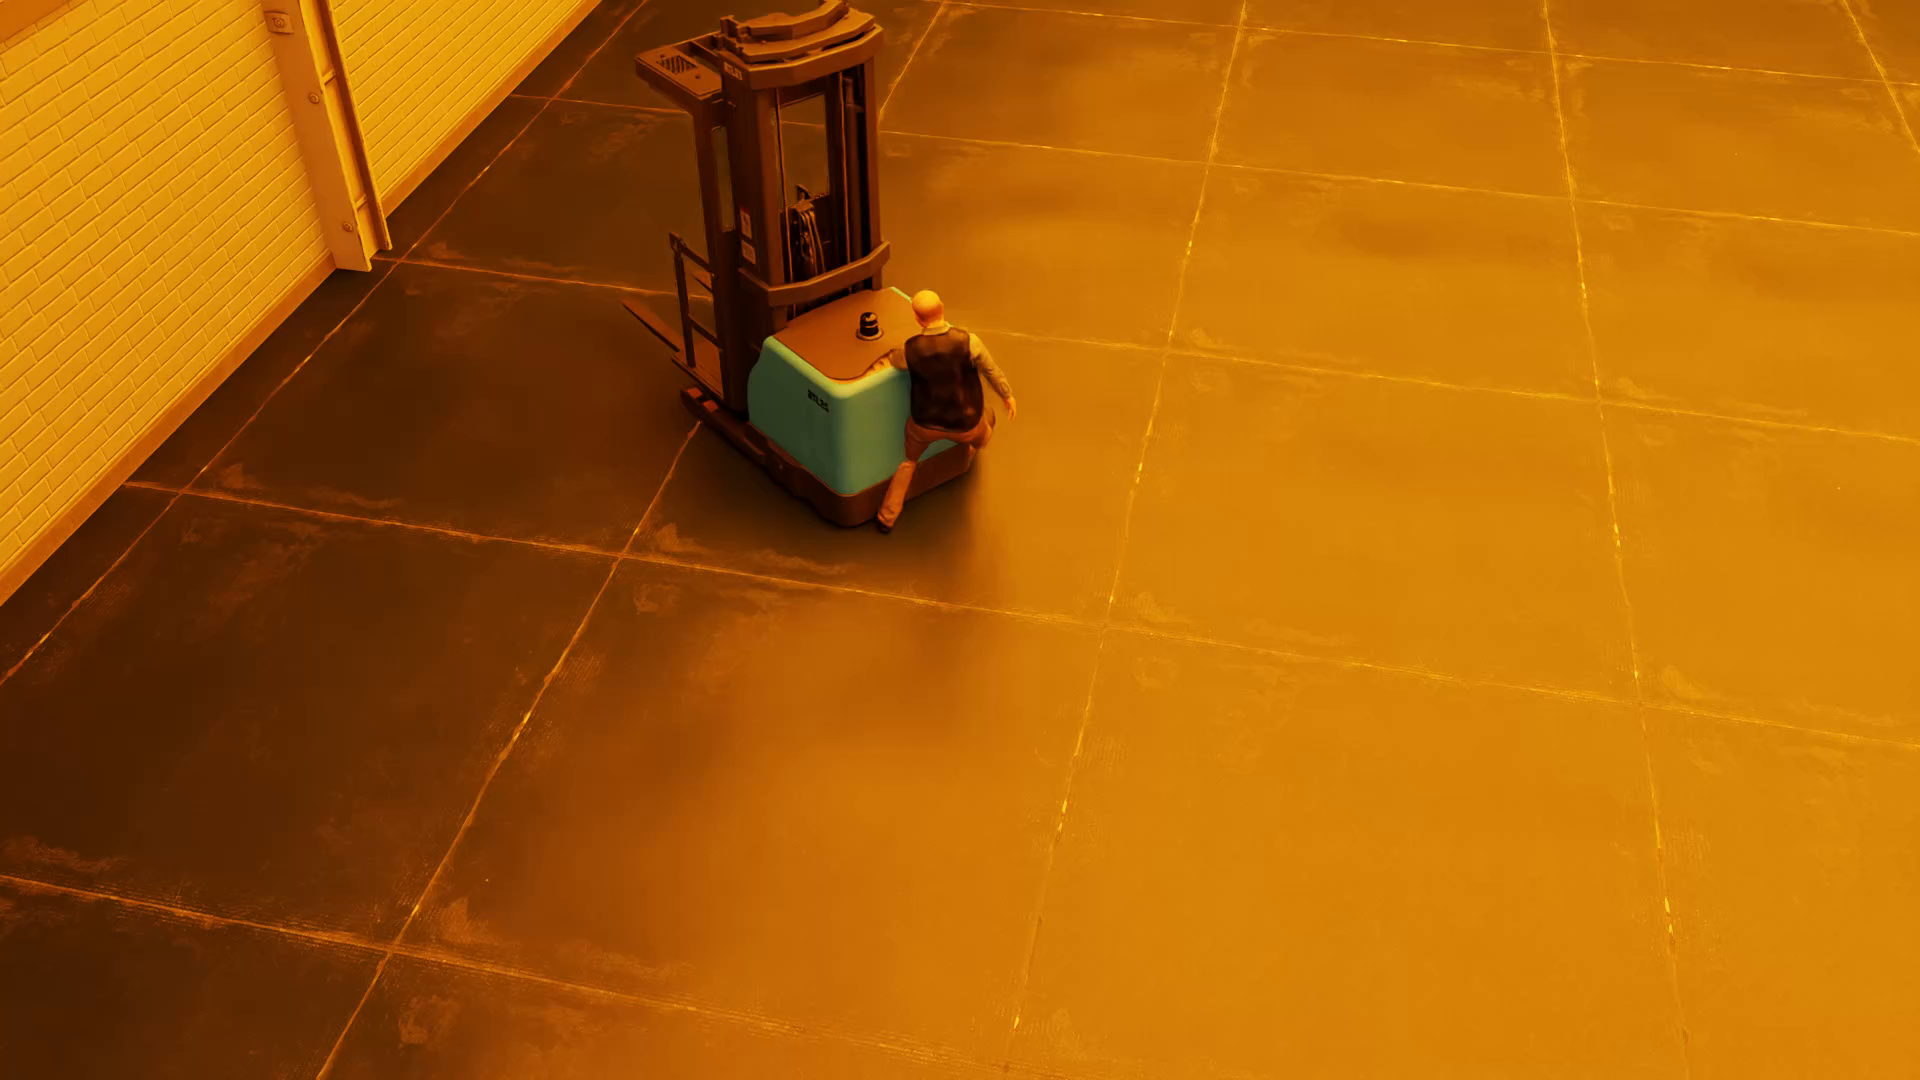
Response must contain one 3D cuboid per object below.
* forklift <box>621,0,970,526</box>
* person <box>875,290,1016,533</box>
[{"bbox_3d":[-1.255,-2.090,10.574,1.130,2.935,3.031,-27,47,-29],"label":"forklift"},{"bbox_3d":[-0.084,-0.948,10.320,0.879,1.526,1.124,2,40,3],"label":"person"}]
